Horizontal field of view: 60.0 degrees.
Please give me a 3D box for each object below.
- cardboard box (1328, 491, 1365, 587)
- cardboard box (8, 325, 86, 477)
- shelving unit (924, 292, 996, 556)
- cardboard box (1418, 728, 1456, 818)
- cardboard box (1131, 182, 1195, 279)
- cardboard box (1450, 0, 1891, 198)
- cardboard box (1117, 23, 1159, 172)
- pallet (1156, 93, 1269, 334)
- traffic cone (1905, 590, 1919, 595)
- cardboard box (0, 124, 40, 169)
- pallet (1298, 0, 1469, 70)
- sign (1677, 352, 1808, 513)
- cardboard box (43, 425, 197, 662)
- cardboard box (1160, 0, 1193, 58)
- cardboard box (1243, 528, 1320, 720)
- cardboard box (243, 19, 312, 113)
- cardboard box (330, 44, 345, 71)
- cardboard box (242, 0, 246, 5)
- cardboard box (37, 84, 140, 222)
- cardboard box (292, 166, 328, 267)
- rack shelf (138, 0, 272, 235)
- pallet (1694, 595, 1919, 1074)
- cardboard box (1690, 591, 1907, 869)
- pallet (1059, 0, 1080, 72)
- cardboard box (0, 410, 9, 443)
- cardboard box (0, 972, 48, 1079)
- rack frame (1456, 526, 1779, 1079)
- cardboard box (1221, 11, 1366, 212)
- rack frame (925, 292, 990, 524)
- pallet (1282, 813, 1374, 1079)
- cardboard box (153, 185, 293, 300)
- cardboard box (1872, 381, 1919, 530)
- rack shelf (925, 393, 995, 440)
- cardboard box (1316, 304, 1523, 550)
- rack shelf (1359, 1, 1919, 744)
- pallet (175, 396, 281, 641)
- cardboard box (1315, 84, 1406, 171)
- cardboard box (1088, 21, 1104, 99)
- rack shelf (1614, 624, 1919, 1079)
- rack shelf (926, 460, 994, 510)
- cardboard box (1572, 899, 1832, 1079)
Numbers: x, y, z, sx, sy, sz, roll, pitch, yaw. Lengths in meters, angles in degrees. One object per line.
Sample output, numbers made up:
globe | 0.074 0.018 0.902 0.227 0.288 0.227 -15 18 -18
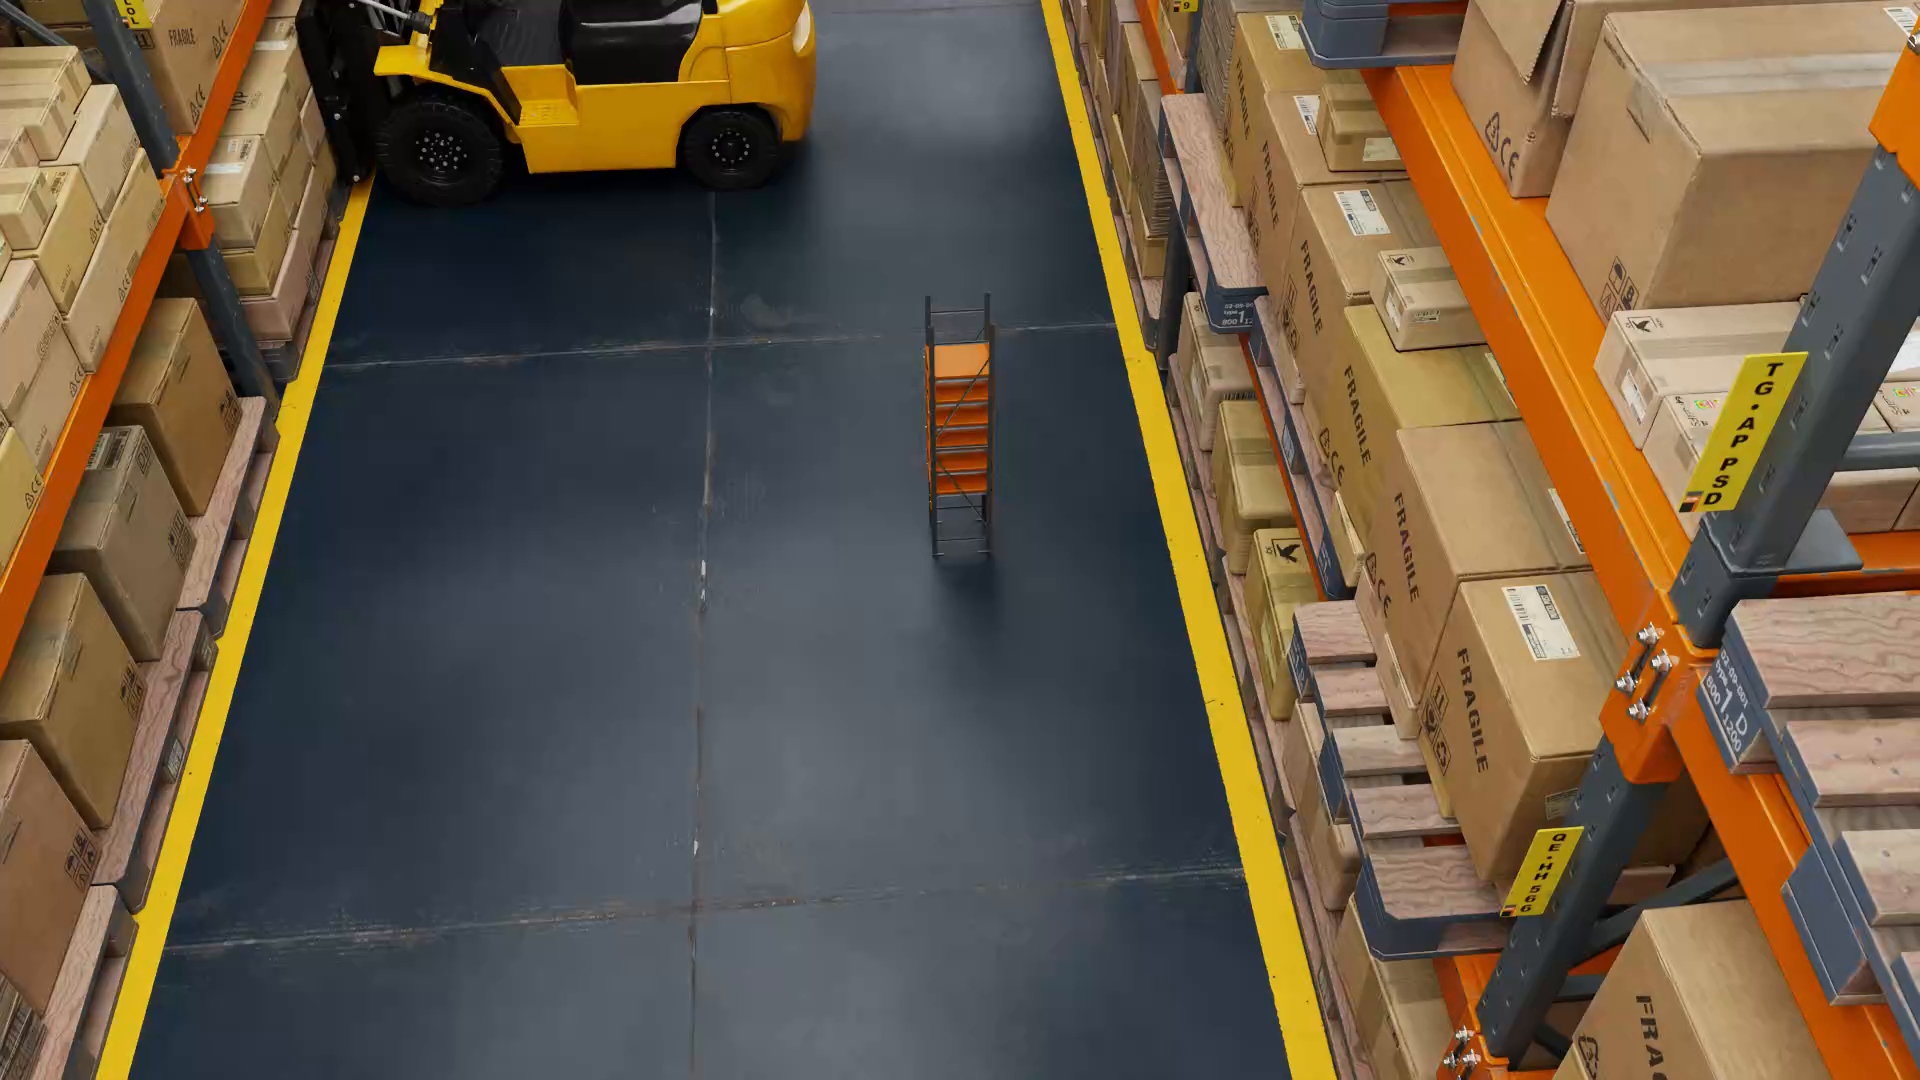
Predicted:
cardboard box | 1.267 -0.013 4.717 0.380 0.149 0.250 -3 47 -3
cardboard box | -3.180 -0.447 5.347 0.500 0.250 0.500 -3 47 -3
shelving unit | -0.001 -0.423 6.461 0.258 1.200 0.189 -3 47 -3
cardboard box | 1.383 0.548 4.186 0.380 0.149 0.250 -3 47 -3
cardboard box | 1.087 -1.486 7.833 0.500 0.250 0.500 -2 47 -1
cardboard box | 1.583 -1.151 3.773 0.797 0.503 0.637 -3 47 -3
cardboard box | 1.043 -2.112 7.909 0.500 0.500 0.500 -3 47 -3
pallet | 1.324 -1.248 6.135 1.003 0.211 1.213 -3 47 -3
traffic cone | 3.924 -0.043 6.608 0.336 0.463 0.334 -3 47 -3
cardboard box | -3.284 -1.230 5.469 0.380 0.149 0.250 -4 47 -3
pallet | 1.440 -1.640 4.437 1.213 0.211 1.003 -3 47 -3
sign | 1.199 -0.160 2.550 0.100 0.325 0.005 -3 47 -3
cardboard box | -3.429 0.039 6.130 0.875 0.625 0.625 -4 47 -4
cardboard box | 1.120 -2.319 6.743 0.500 0.500 0.500 -5 47 -4
cardboard box | 1.575 0.285 6.071 0.950 0.372 0.625 -2 47 -2
cardboard box | -3.355 -2.213 7.833 0.500 0.250 0.500 -2 47 -2
cardboard box | -3.390 -2.405 8.359 0.500 0.250 0.500 -4 47 -3
cardboard box | -3.422 -2.685 7.295 0.500 0.500 0.500 -4 47 -4
cardboard box | -3.245 -1.352 5.860 0.500 0.250 0.500 -4 47 -4
cardboard box | -3.310 -1.507 7.852 0.500 0.250 0.500 -4 47 -4
rack shelf | -3.709 -2.771 7.941 1.077 0.370 4.000 -3 47 -3
pallet | 1.846 0.514 2.398 1.213 0.211 1.003 -2 47 -1
cardboard box | 1.932 0.397 3.881 0.500 0.500 0.500 -5 47 -4
pallet | 1.109 -3.166 9.740 1.003 0.211 1.213 -3 47 -3
cardboard box | -3.135 -0.244 4.811 0.500 0.250 0.500 -3 47 -3
cardboard box | -3.245 1.543 4.706 0.875 0.625 0.625 -2 47 -2
rack frame | 1.739 1.018 3.856 1.000 3.000 0.127 -3 47 -3
cardboard box | 1.201 -1.438 5.620 0.500 0.500 0.500 -3 47 -3
rack frame | -0.009 -0.489 6.523 0.240 1.200 0.006 -3 47 -3
pallet | 1.676 1.411 5.404 1.003 0.211 1.213 -3 47 -3
cardboard box | -3.274 -1.311 7.323 0.500 0.250 0.500 -4 47 -3
cardboard box | 1.883 -0.165 3.084 0.380 0.149 0.250 -3 47 -3
rack shelf | -0.001 -0.475 6.406 0.258 0.103 0.180 -3 47 -3
cardboard box | 1.327 -0.313 4.554 0.500 0.500 0.500 -6 47 -6
rack shelf | 1.572 -1.213 4.399 1.077 0.370 4.000 -3 47 -3
pallet | -3.441 -0.082 6.819 1.003 0.211 1.213 -3 47 -3
cardboard box | 1.285 -1.239 4.984 0.380 0.149 0.250 -1 47 -1
cardboard box | 0.955 -2.605 8.892 0.500 0.250 0.500 -1 47 -1
rack shelf | 1.907 1.681 1.658 1.077 0.370 4.000 -3 47 -3
rack shelf | -0.001 -0.227 6.667 0.258 0.103 0.180 -3 47 -3
cardboard box | 1.537 1.012 3.105 0.500 0.500 0.500 -5 47 -5
